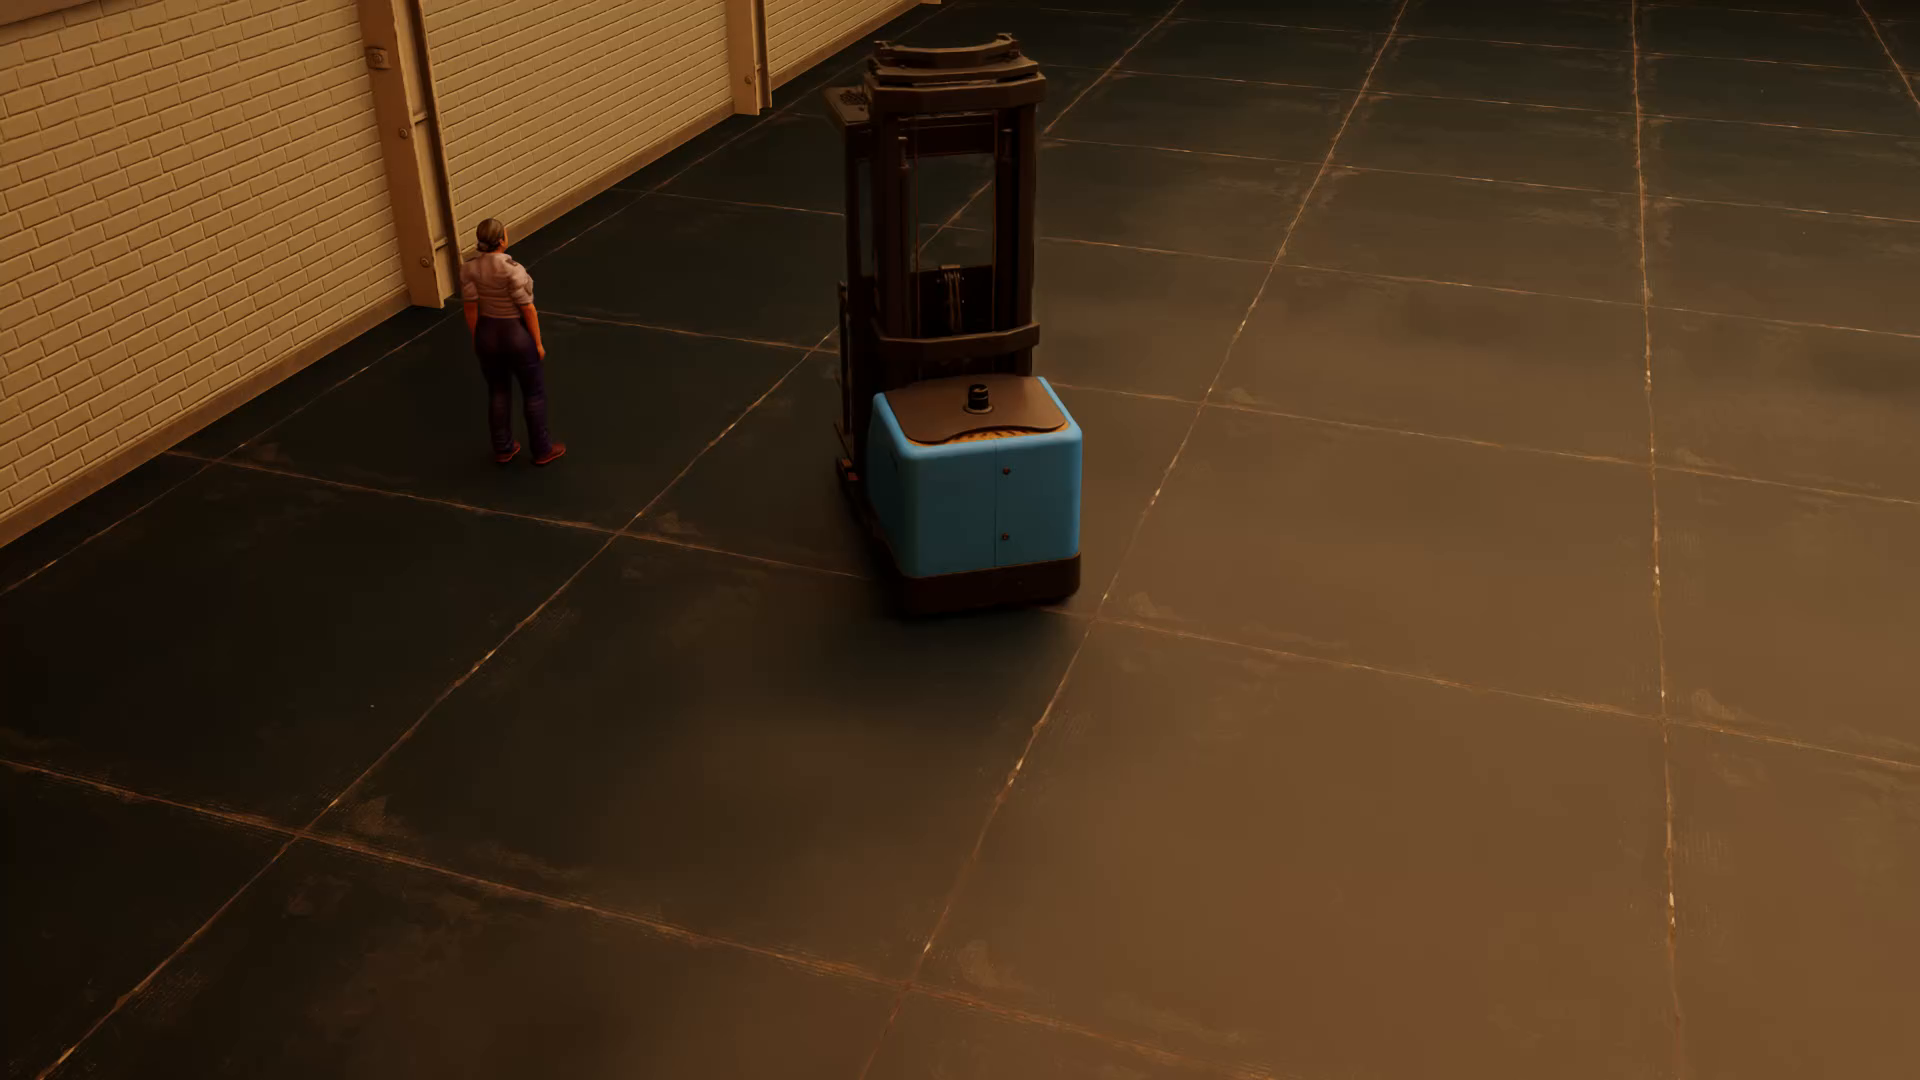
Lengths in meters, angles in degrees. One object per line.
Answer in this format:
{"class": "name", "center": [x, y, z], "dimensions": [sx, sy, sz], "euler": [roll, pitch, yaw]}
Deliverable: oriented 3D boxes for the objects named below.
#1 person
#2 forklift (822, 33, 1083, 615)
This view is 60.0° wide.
{"class": "person", "center": [-2.892, -1.269, 10.663], "dimensions": [0.482, 1.653, 0.353], "euler": [6, 30, 10]}
{"class": "forklift", "center": [-0.173, -1.575, 9.899], "dimensions": [1.130, 2.935, 3.031], "euler": [-7, 30, -12]}
